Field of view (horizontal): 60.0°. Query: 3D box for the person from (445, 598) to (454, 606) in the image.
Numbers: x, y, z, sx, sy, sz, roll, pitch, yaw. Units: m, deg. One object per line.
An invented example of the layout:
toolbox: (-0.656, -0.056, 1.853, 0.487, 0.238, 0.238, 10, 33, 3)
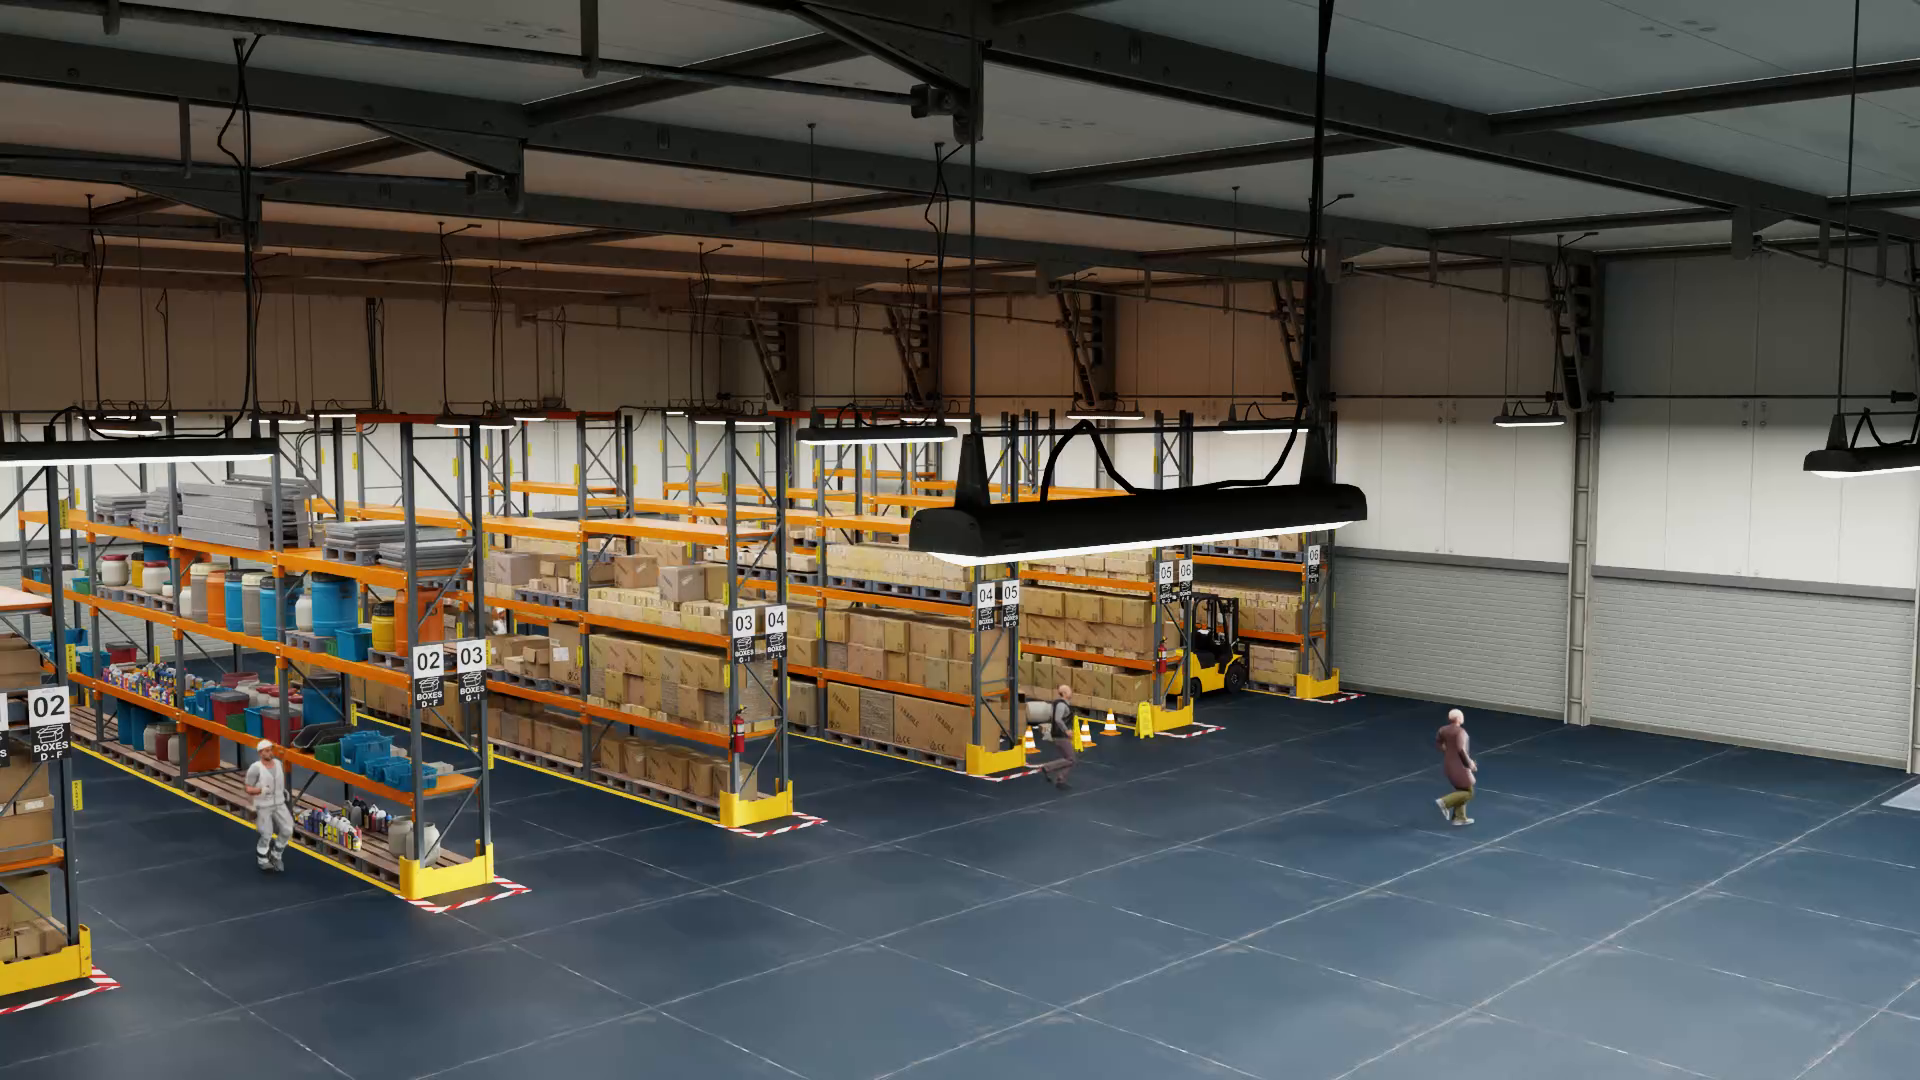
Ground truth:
person: (-11.694, 2.236, 37.950, 0.767, 1.668, 0.627, 0, 5, -3)

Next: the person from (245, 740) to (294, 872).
person: (-9.093, 3.535, 21.999, 0.645, 1.786, 0.634, 4, 6, 40)

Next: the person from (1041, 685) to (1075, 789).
person: (1.571, 3.179, 26.812, 0.568, 1.690, 0.651, -1, 5, -6)

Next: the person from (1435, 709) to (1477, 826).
person: (7.263, 3.345, 24.422, 0.702, 1.734, 0.726, -2, 5, -18)

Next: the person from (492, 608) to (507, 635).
person: (-9.994, 2.314, 36.390, 0.688, 1.729, 0.707, -5, 7, -44)
